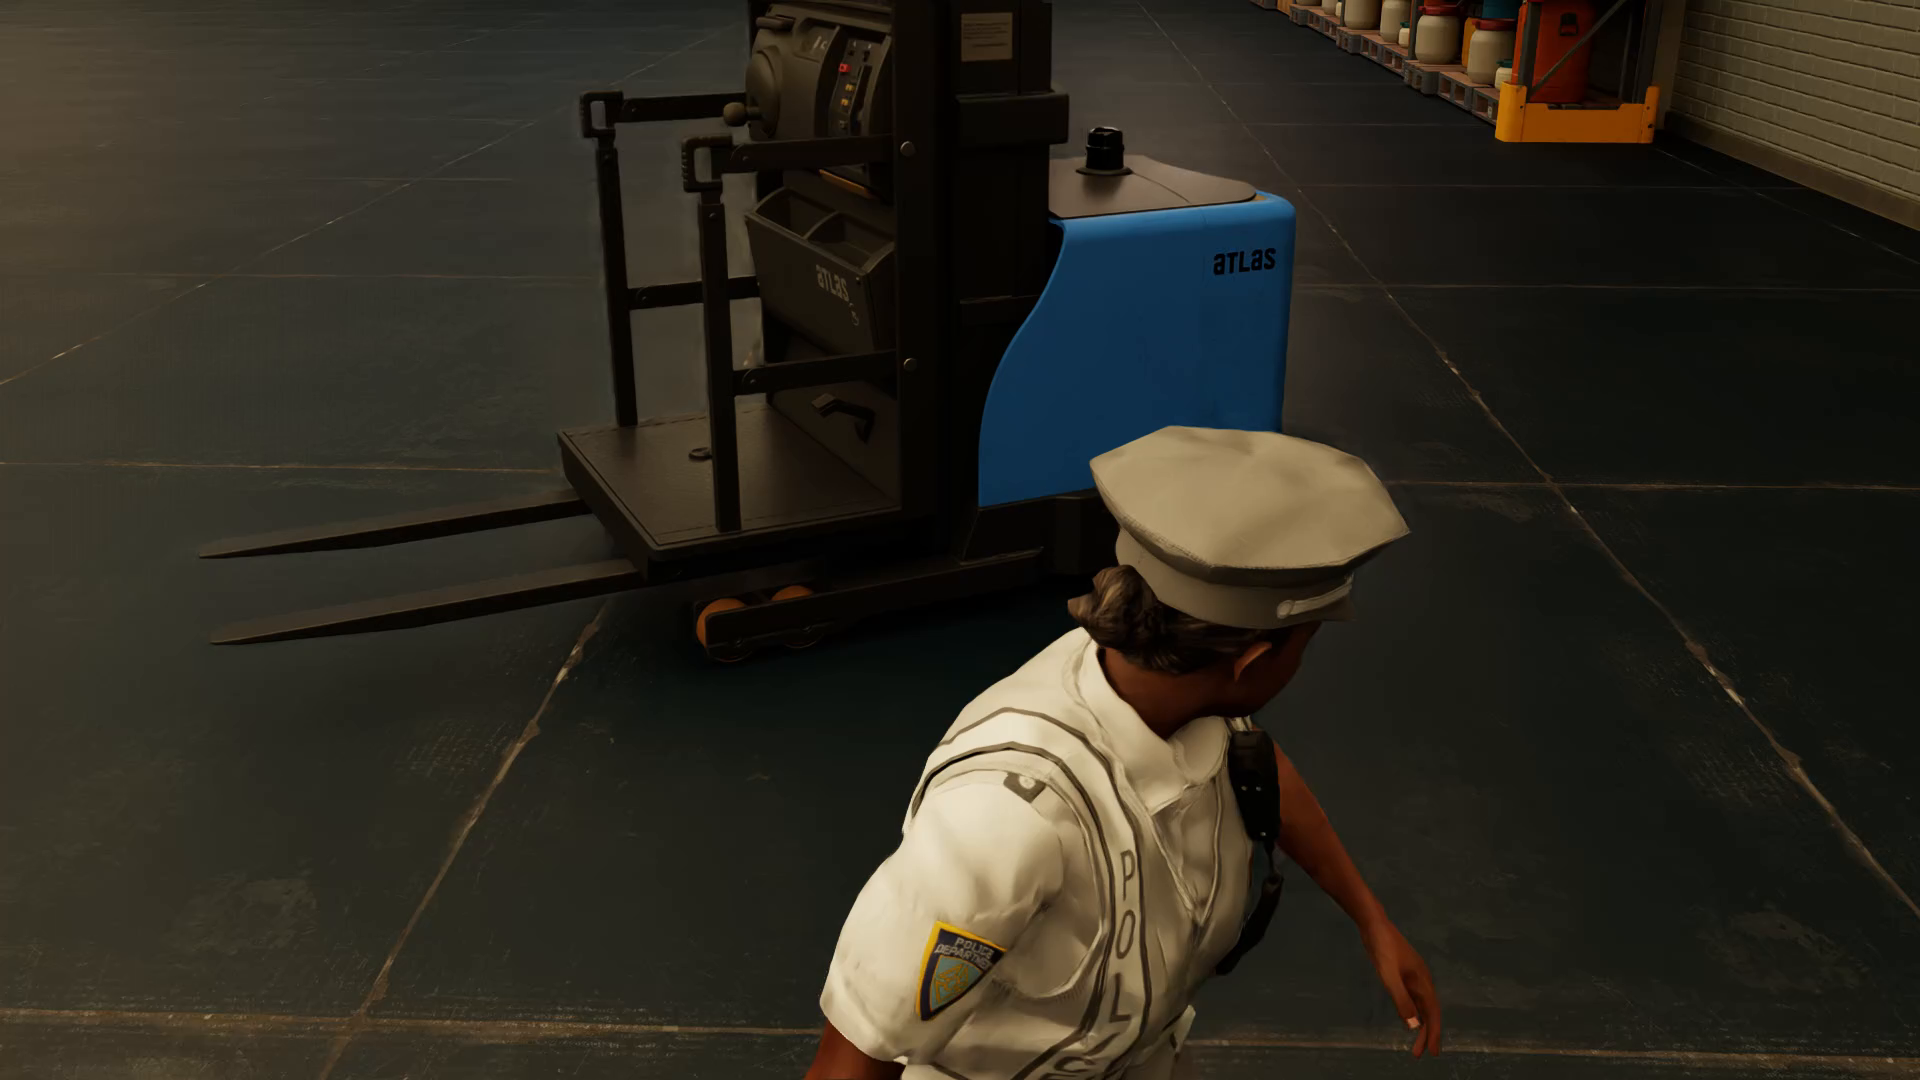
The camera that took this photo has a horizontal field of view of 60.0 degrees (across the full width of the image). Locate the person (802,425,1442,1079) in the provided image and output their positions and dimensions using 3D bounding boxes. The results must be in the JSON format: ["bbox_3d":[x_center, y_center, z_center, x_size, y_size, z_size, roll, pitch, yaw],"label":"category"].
[{"bbox_3d":[0.084,0.632,1.692,0.908,1.532,0.504,-20,29,-41],"label":"person"}]

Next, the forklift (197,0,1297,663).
[{"bbox_3d":[-0.573,-1.261,4.410,3.031,2.935,1.130,-10,24,-24],"label":"forklift"}]
